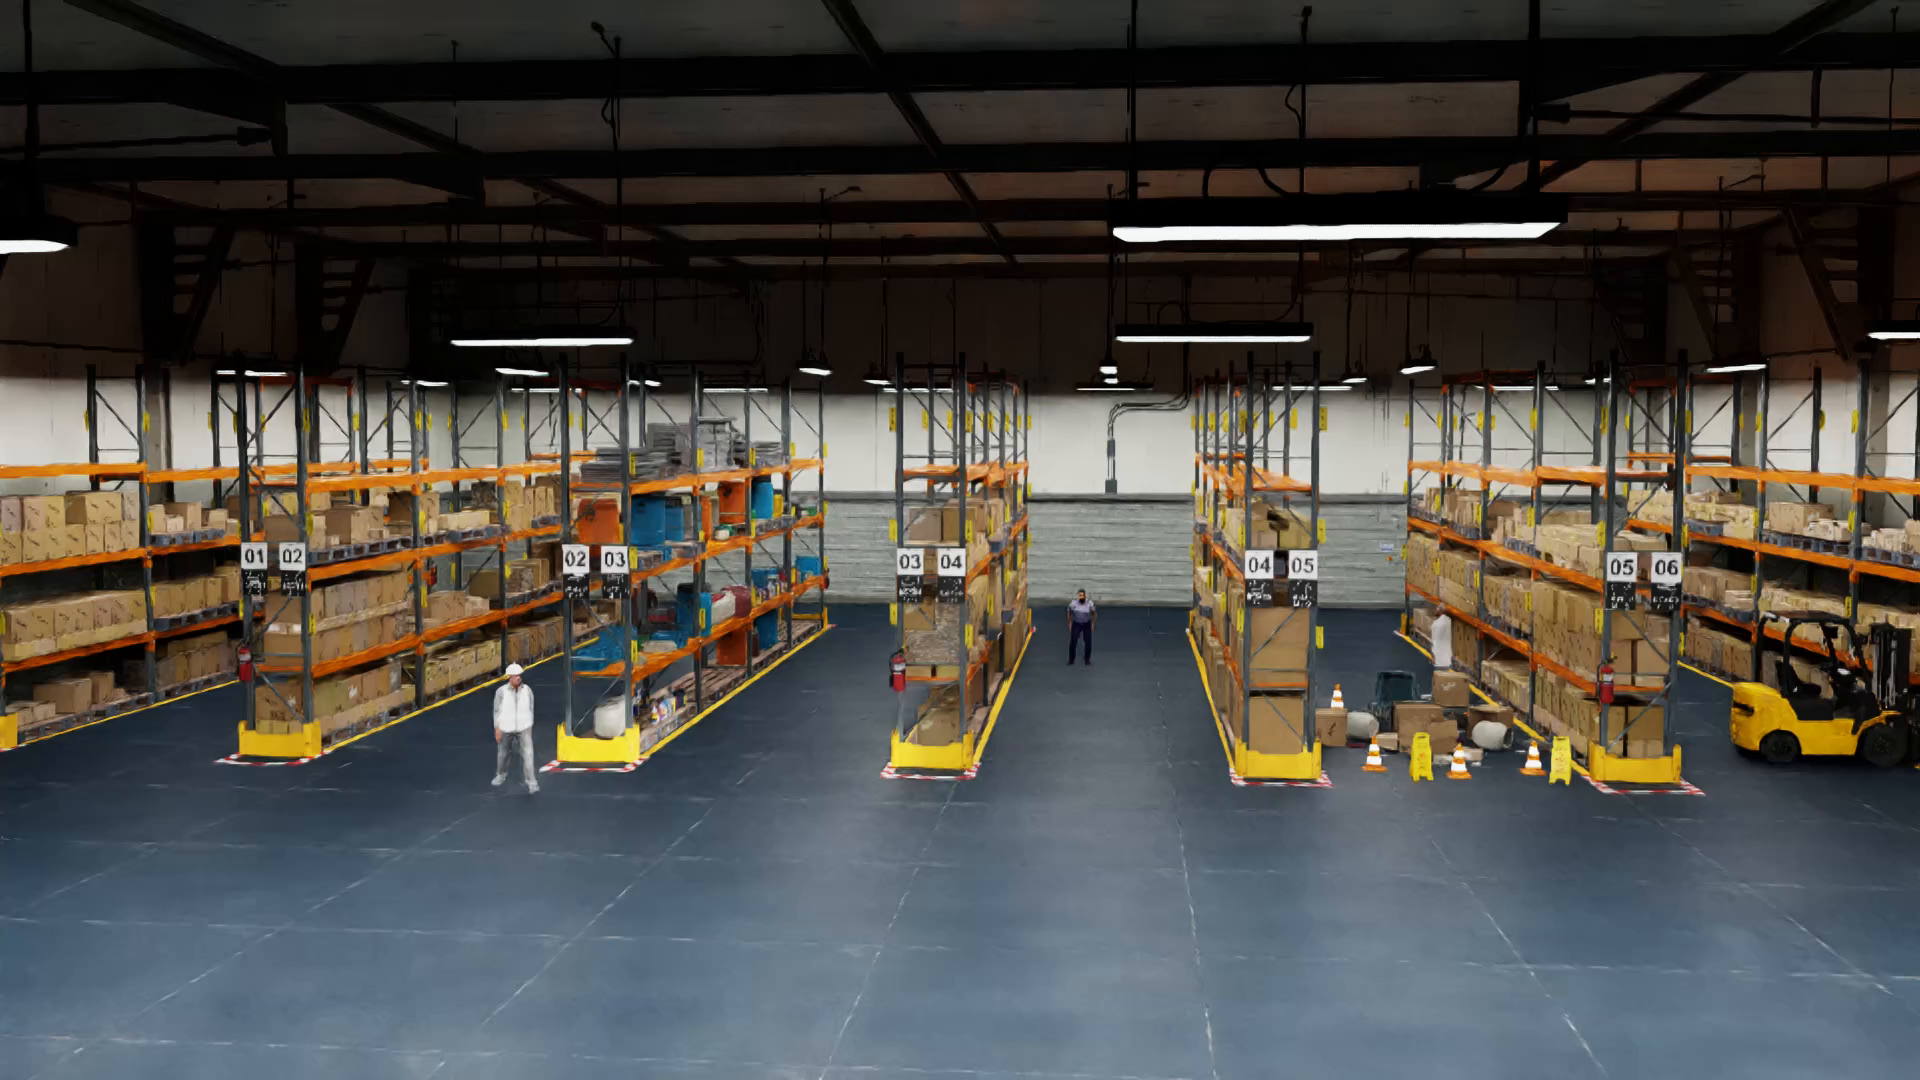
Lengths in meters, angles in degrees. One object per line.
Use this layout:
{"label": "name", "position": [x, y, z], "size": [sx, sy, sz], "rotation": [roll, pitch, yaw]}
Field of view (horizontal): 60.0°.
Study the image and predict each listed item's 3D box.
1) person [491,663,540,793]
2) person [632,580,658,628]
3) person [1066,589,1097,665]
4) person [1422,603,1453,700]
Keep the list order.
{"label": "person", "position": [-6.047, 2.533, 22.522], "size": [0.585, 1.747, 0.930], "rotation": [-2, 4, -21]}
{"label": "person", "position": [-6.764, 1.632, 35.338], "size": [0.729, 1.732, 0.546], "rotation": [0, 4, 4]}
{"label": "person", "position": [2.498, 1.782, 34.235], "size": [0.625, 1.596, 0.510], "rotation": [0, 4, 3]}
{"label": "person", "position": [8.509, 2.096, 29.531], "size": [0.643, 1.580, 0.673], "rotation": [2, 5, 30]}
